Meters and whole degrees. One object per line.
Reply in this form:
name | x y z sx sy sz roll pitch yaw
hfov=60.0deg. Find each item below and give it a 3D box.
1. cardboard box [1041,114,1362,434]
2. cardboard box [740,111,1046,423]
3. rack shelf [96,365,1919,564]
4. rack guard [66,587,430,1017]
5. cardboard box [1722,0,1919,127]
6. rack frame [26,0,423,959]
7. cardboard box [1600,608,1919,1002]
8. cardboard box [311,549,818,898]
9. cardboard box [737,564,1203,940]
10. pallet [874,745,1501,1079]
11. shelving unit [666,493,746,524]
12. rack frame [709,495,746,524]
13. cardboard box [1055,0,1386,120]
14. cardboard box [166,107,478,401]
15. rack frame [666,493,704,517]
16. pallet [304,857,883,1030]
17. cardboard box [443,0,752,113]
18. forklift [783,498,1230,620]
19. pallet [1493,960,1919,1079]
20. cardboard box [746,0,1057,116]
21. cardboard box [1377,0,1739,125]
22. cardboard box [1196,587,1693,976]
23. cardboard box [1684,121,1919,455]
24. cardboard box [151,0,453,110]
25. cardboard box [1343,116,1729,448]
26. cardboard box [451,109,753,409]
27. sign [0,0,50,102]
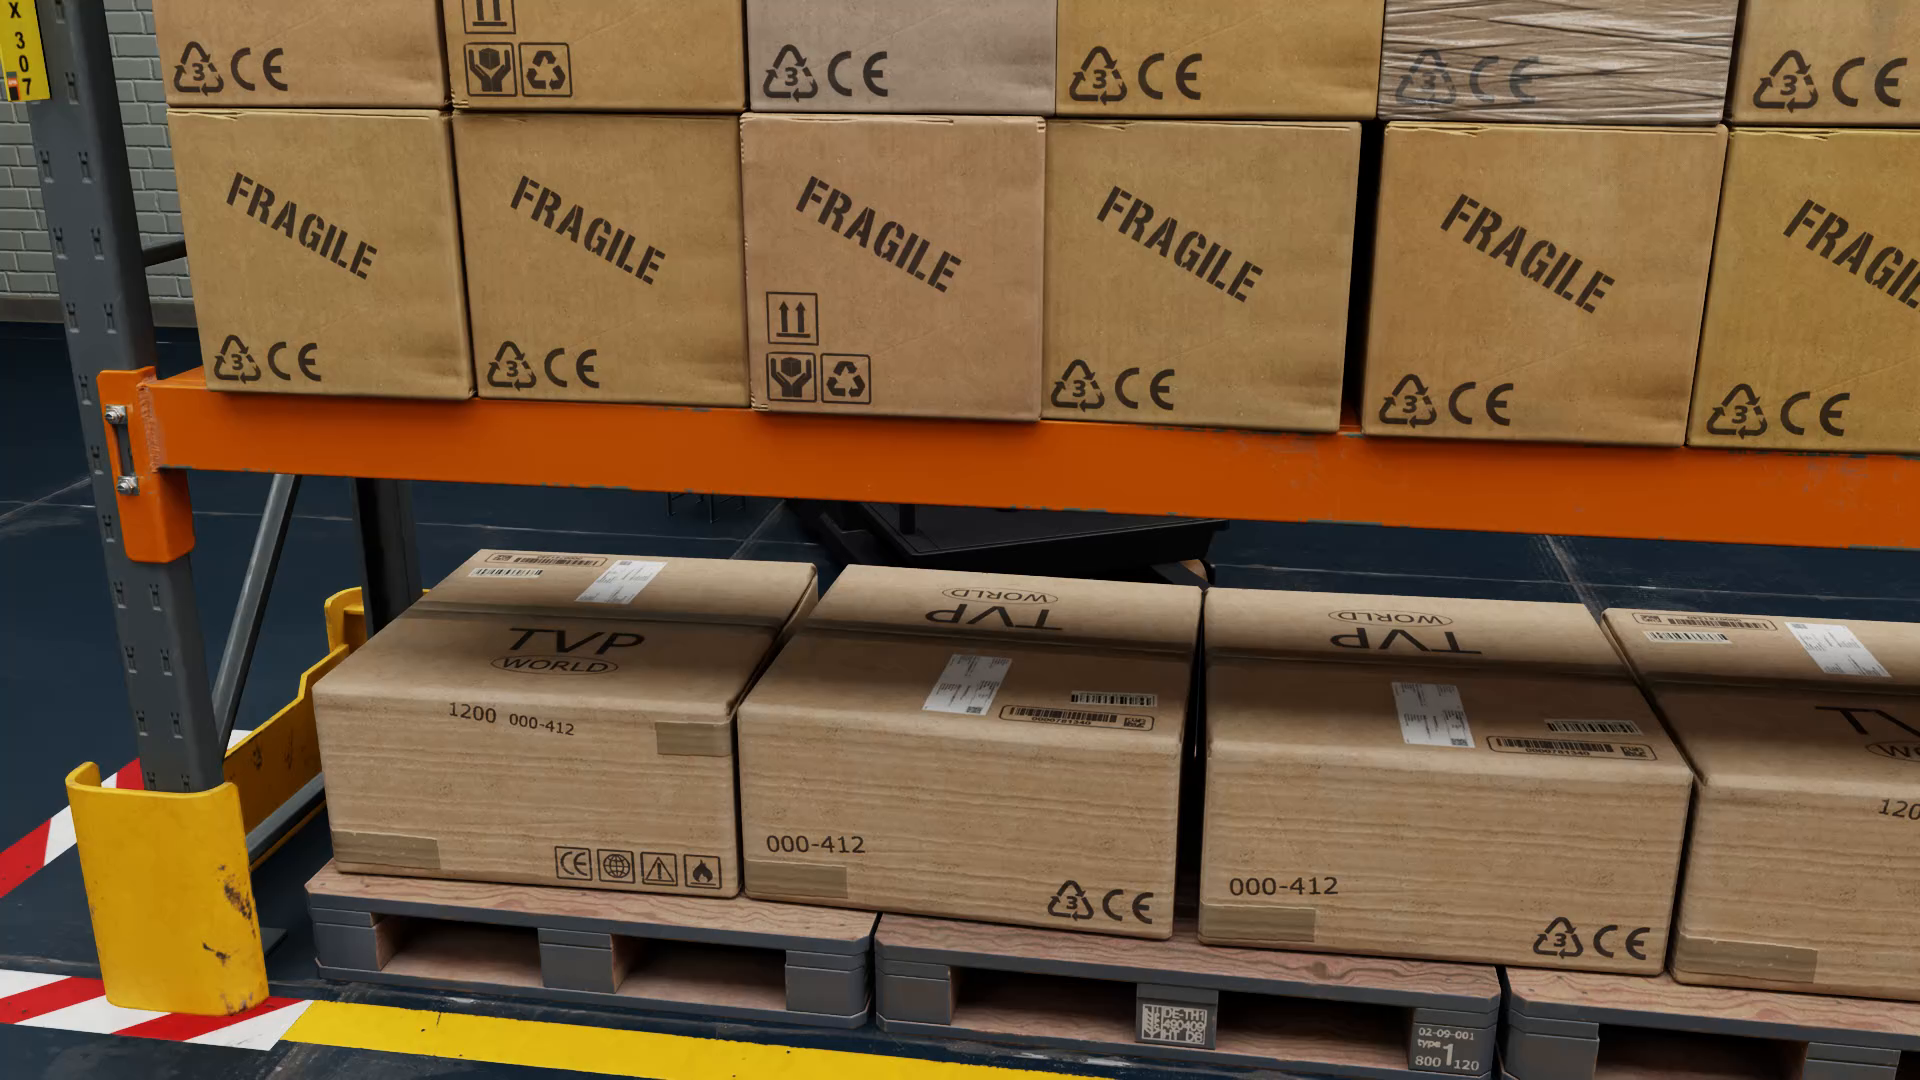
cardboard box | 0.422 -0.502 2.918 0.500 0.500 0.500 4 19 10
cardboard box | -0.075 -0.522 2.977 0.500 0.500 0.500 3 19 8
rack shelf | 0.468 -0.195 3.291 4.000 0.370 1.077 3 19 9
rack guard | -1.530 0.548 3.878 0.348 0.500 1.175 3 19 9
cardboard box | 1.433 -0.922 2.598 0.500 0.500 0.500 3 19 8
rack frame | -1.507 -0.636 3.478 0.127 3.000 1.000 3 19 9
cardboard box | 1.840 0.516 3.411 0.875 0.438 0.875 3 19 8
cardboard box | -0.839 0.381 3.812 0.875 0.438 0.875 2 19 7
cardboard box | 0.066 0.425 3.682 0.875 0.438 0.875 3 19 10
pallet | 0.496 0.764 3.687 1.213 0.211 1.003 3 19 9
shelving unit | -1.010 -0.540 6.498 0.210 0.900 0.258 9 20 25
rack frame | -0.919 -0.525 6.455 0.006 0.900 0.240 9 20 25
cardboard box | 0.436 -0.972 2.749 0.500 0.500 0.500 3 19 9
cardboard box | -1.078 -0.570 3.121 0.500 0.500 0.500 3 19 8
rack frame | -1.102 -0.554 6.541 0.006 0.900 0.240 9 20 25
pallet | -0.705 0.702 3.873 1.213 0.211 1.003 3 19 9
cardboard box | -0.567 -1.021 2.893 0.500 0.500 0.500 2 19 7
forklift | 0.210 -1.203 5.281 1.130 2.935 3.031 -6 20 -19
pallet | 1.704 0.825 3.506 1.213 0.211 1.003 3 19 9
cardboard box | -0.057 -0.997 2.823 0.500 0.500 0.500 3 19 8
cardboard box | 0.929 -0.945 2.666 0.500 0.500 0.500 3 19 9
cardboard box | 0.956 0.471 3.545 0.875 0.438 0.875 2 19 7
cardboard box | 1.435 -0.450 2.763 0.500 0.500 0.500 2 19 7
cardboard box | -1.078 -1.045 2.964 0.500 0.500 0.500 3 19 7
cardboard box | 0.937 -0.471 2.825 0.500 0.500 0.500 3 19 8
cardboard box | -0.574 -0.553 3.071 0.500 0.500 0.500 3 19 8
sign | -1.600 -0.911 2.809 0.005 0.325 0.100 3 19 9
